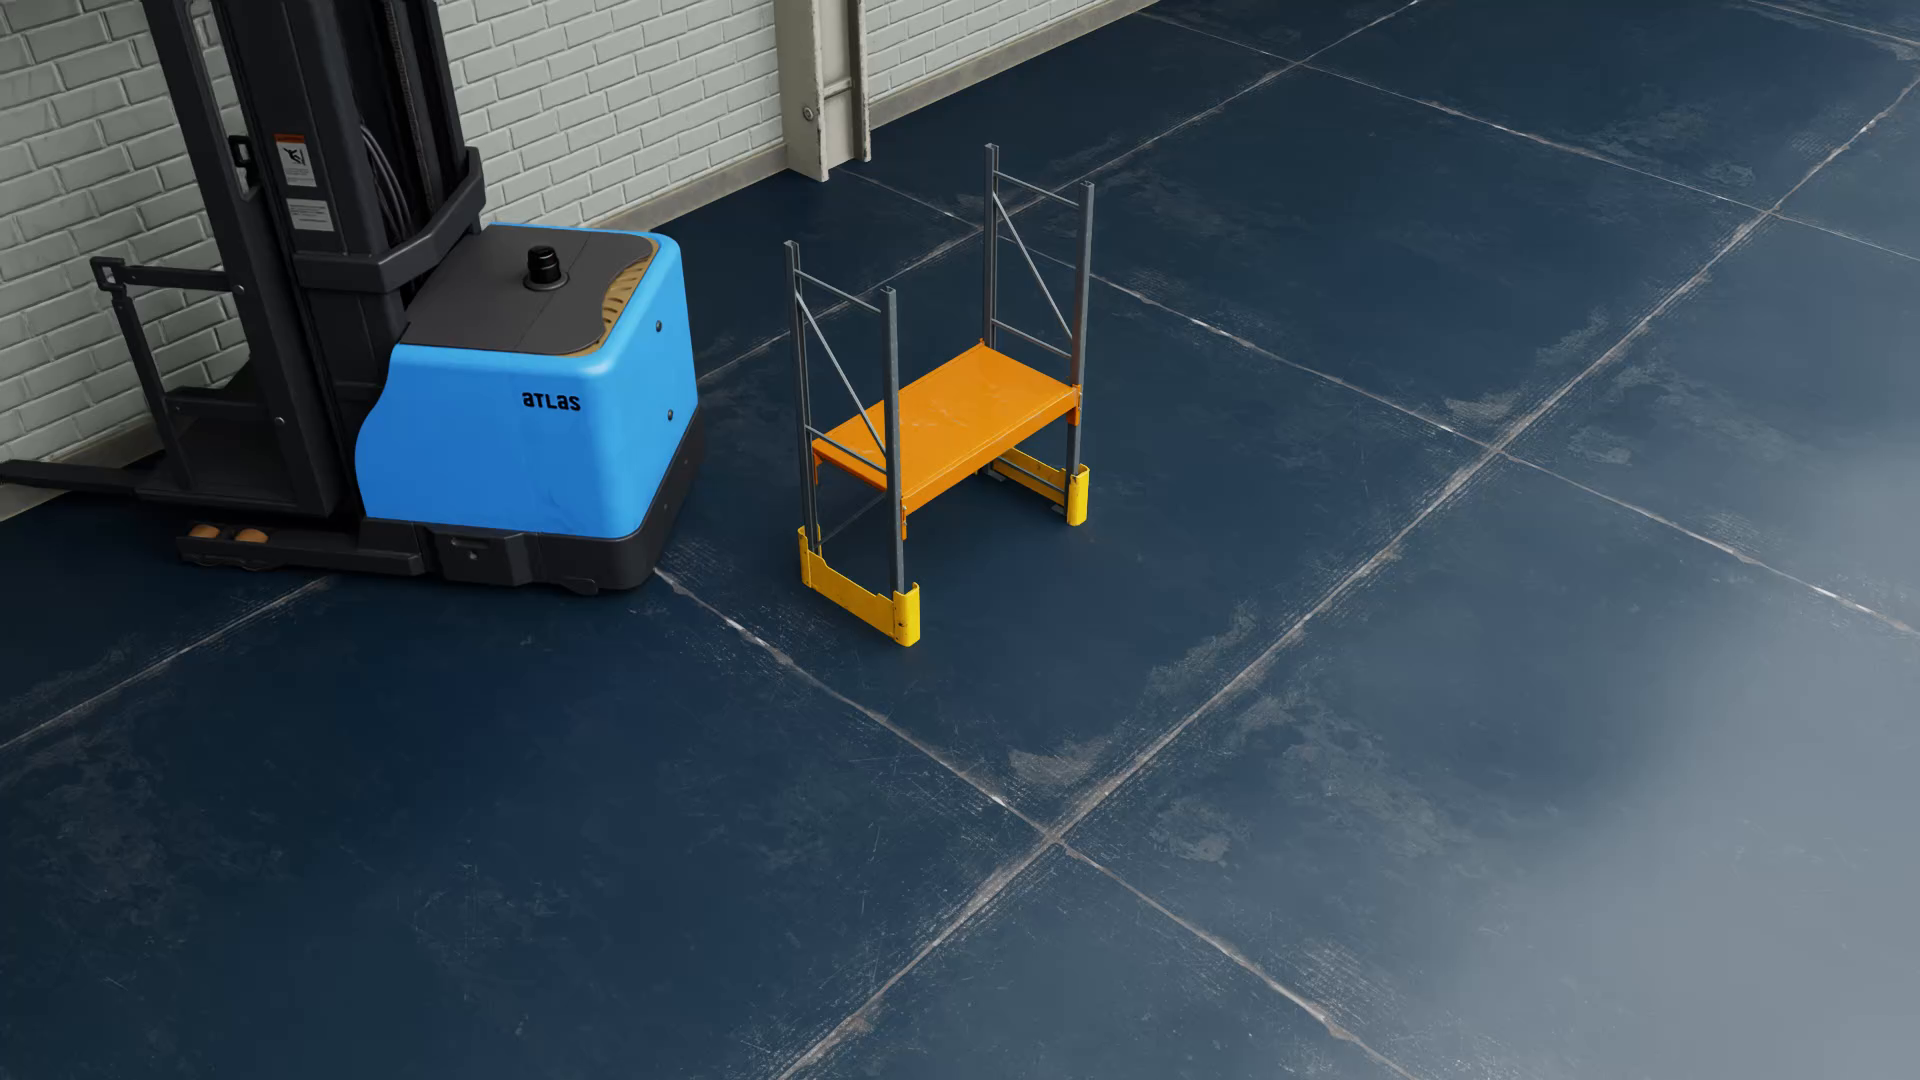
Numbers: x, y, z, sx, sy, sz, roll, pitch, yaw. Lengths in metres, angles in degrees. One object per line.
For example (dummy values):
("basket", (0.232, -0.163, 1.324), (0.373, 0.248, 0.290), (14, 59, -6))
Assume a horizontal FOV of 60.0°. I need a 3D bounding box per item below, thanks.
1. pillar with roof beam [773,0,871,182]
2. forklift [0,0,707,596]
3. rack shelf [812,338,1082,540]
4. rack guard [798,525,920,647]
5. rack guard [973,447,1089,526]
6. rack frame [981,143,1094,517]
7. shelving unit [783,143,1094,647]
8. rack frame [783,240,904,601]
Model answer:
("pillar with roof beam", (2.429, -3.861, 4.375), (9.100, 9.000, 0.400), (30, 47, 32))
("forklift", (-2.645, -1.346, 6.087), (3.031, 2.935, 1.130), (5, 39, 6))
("rack shelf", (-0.058, -0.407, 6.346), (0.538, 0.185, 1.000), (30, 47, 32))
("rack guard", (-0.387, 0.166, 6.340), (0.587, 0.250, 0.087), (30, 47, 32))
("rack guard", (0.285, -0.292, 6.916), (0.587, 0.250, 0.087), (30, 47, 32))
("rack frame", (0.285, -0.781, 6.528), (0.500, 1.500, 0.032), (30, 47, 32))
("shelving unit", (-0.051, -0.552, 6.239), (0.587, 1.500, 1.083), (30, 47, 32))
("rack frame", (-0.400, -0.314, 5.940), (0.500, 1.500, 0.032), (30, 47, 32))
